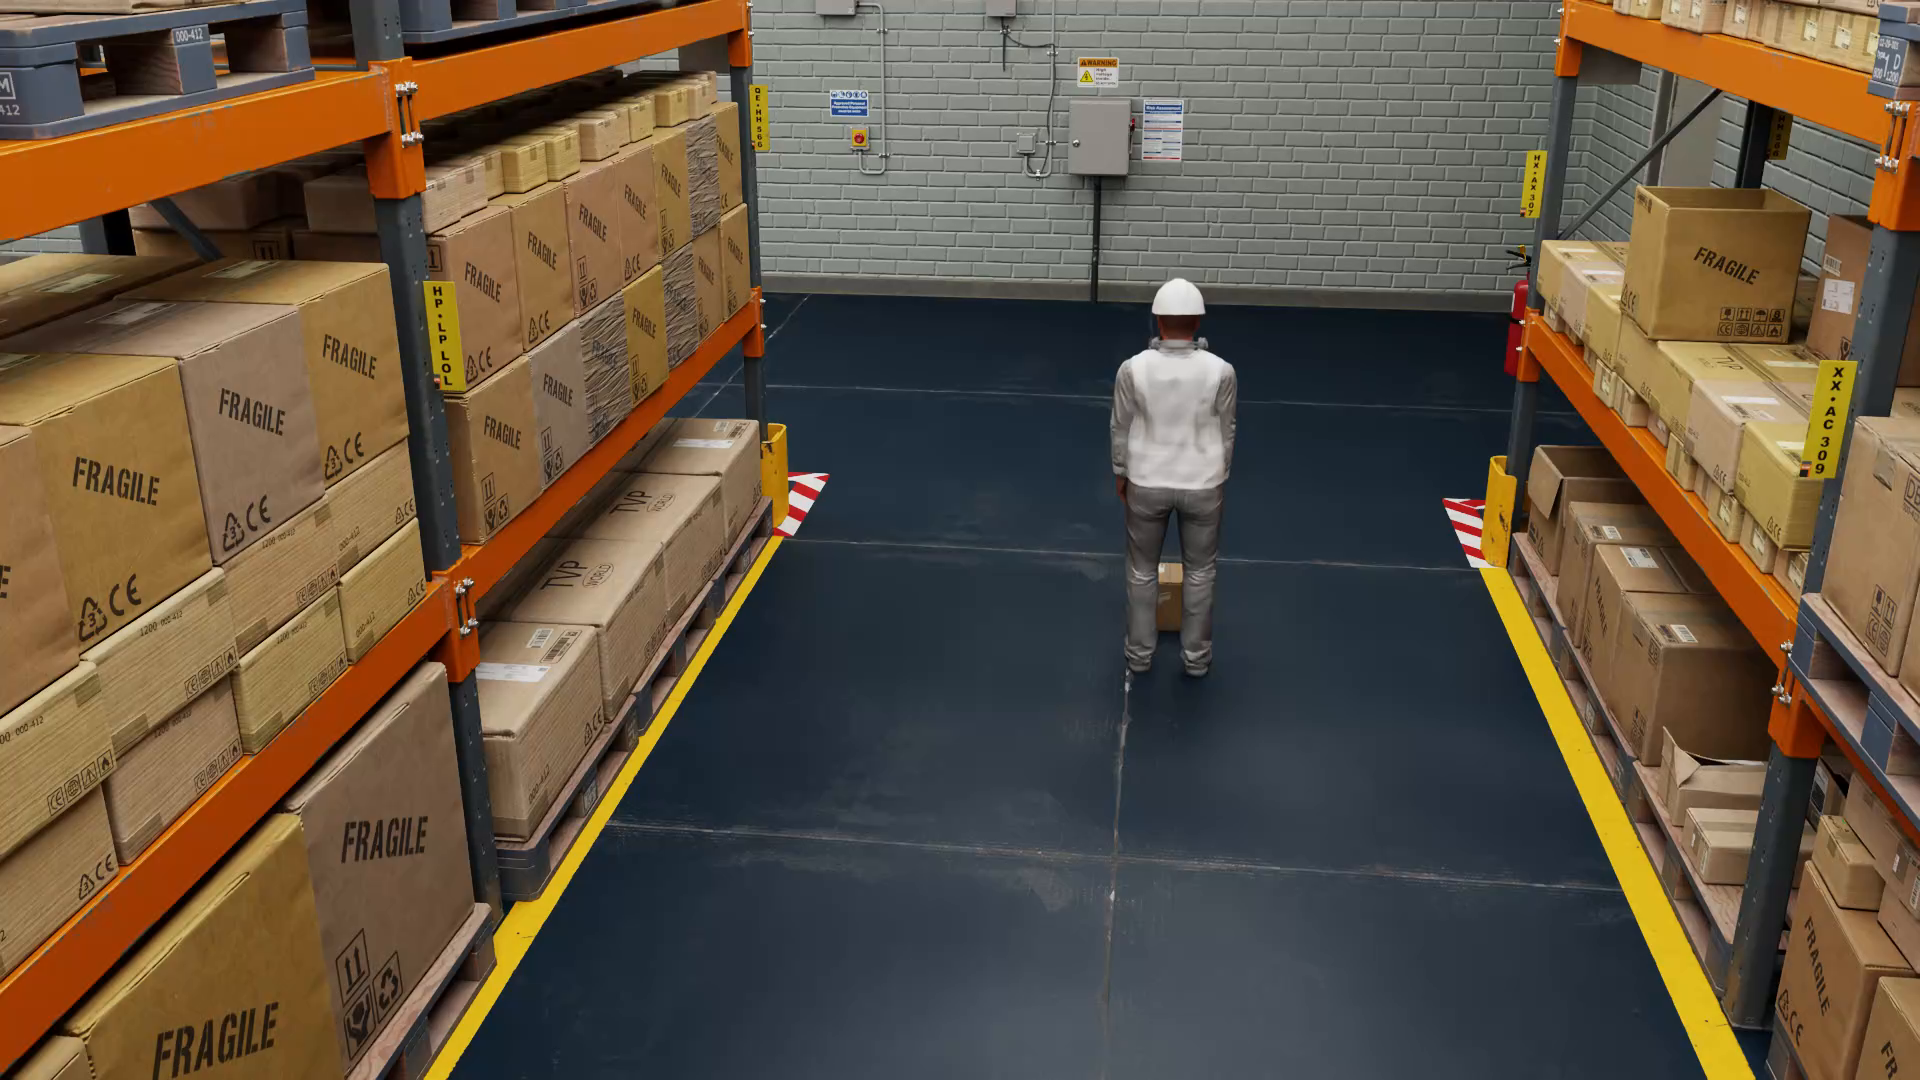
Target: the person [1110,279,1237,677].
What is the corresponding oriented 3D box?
[{"bbox_3d":[0.915,-0.259,7.240,0.535,1.762,0.363,3,21,7],"label":"person"}]
